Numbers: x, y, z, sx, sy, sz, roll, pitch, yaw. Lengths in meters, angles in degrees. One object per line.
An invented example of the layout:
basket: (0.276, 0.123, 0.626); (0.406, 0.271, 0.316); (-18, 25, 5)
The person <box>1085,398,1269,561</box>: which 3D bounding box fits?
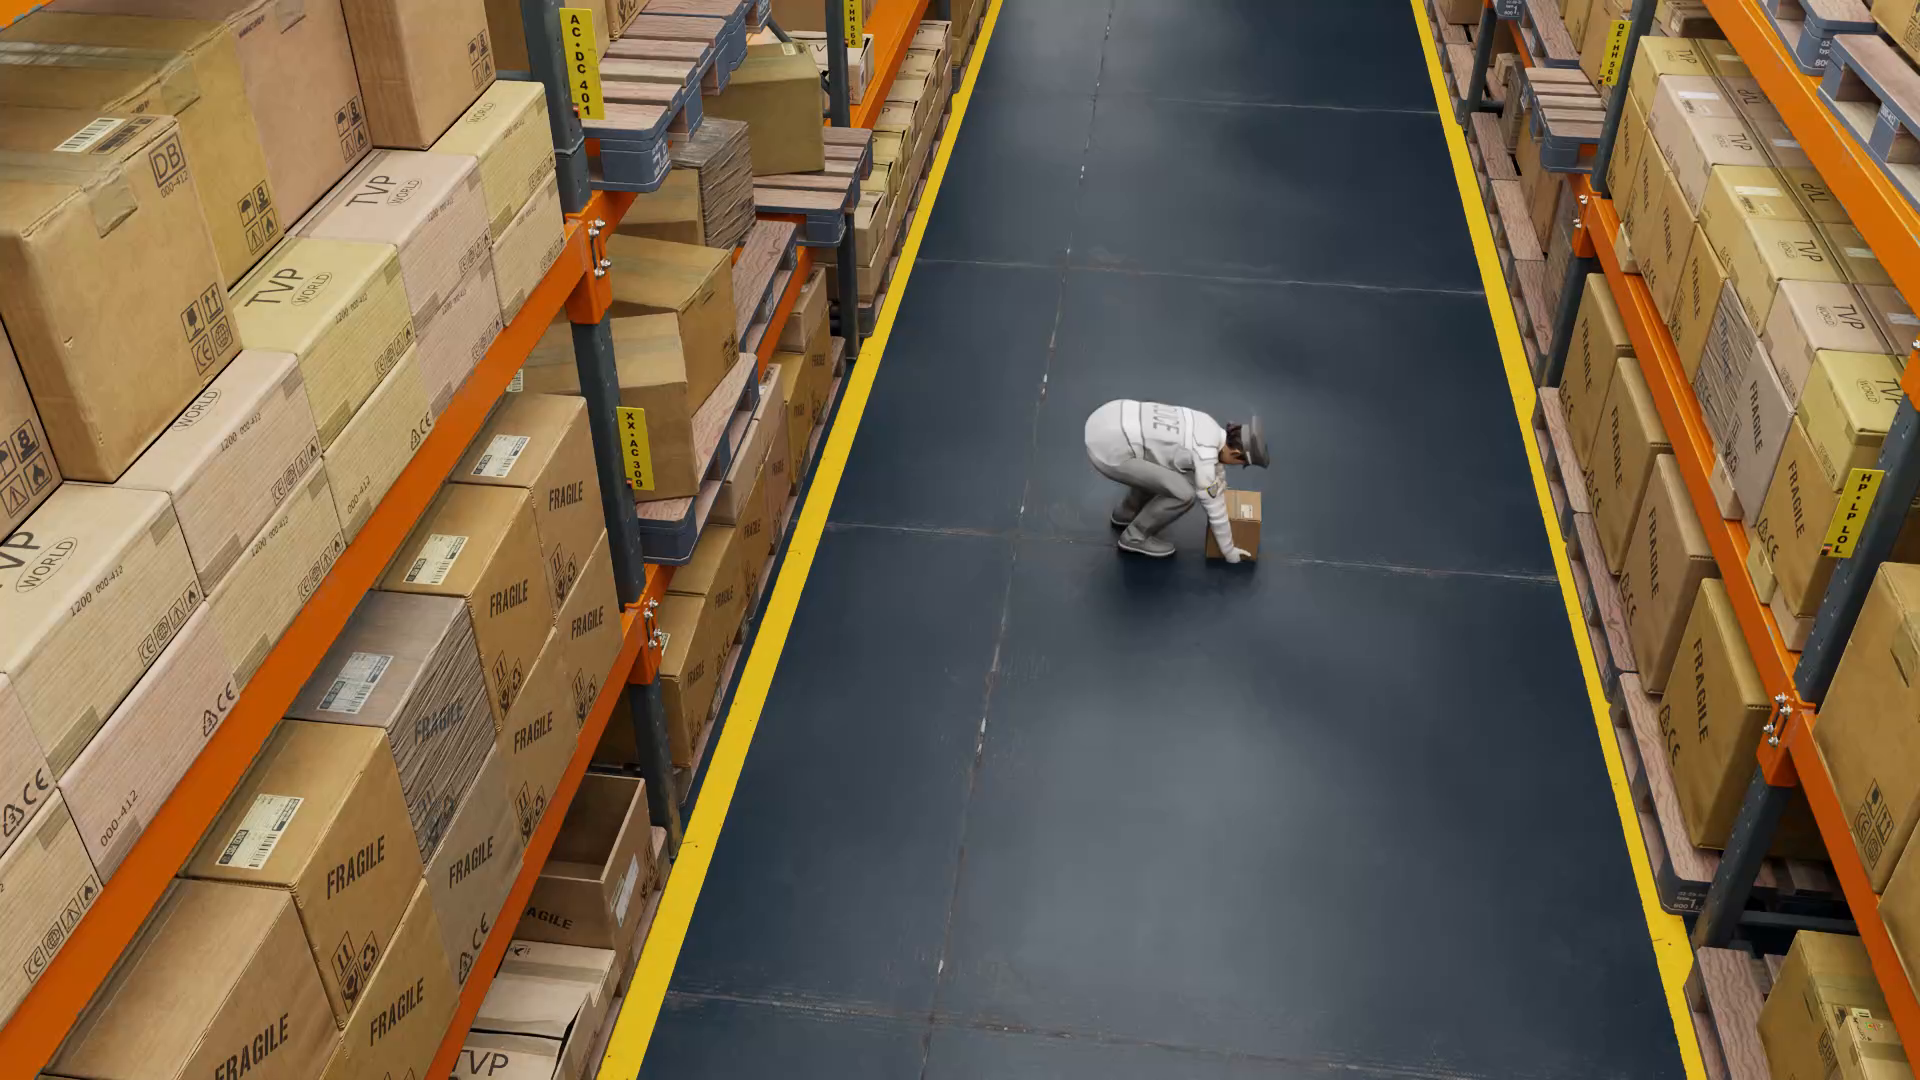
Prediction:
person: (1.061, -0.306, 8.231); (0.908, 0.791, 0.457); (3, 36, 4)
